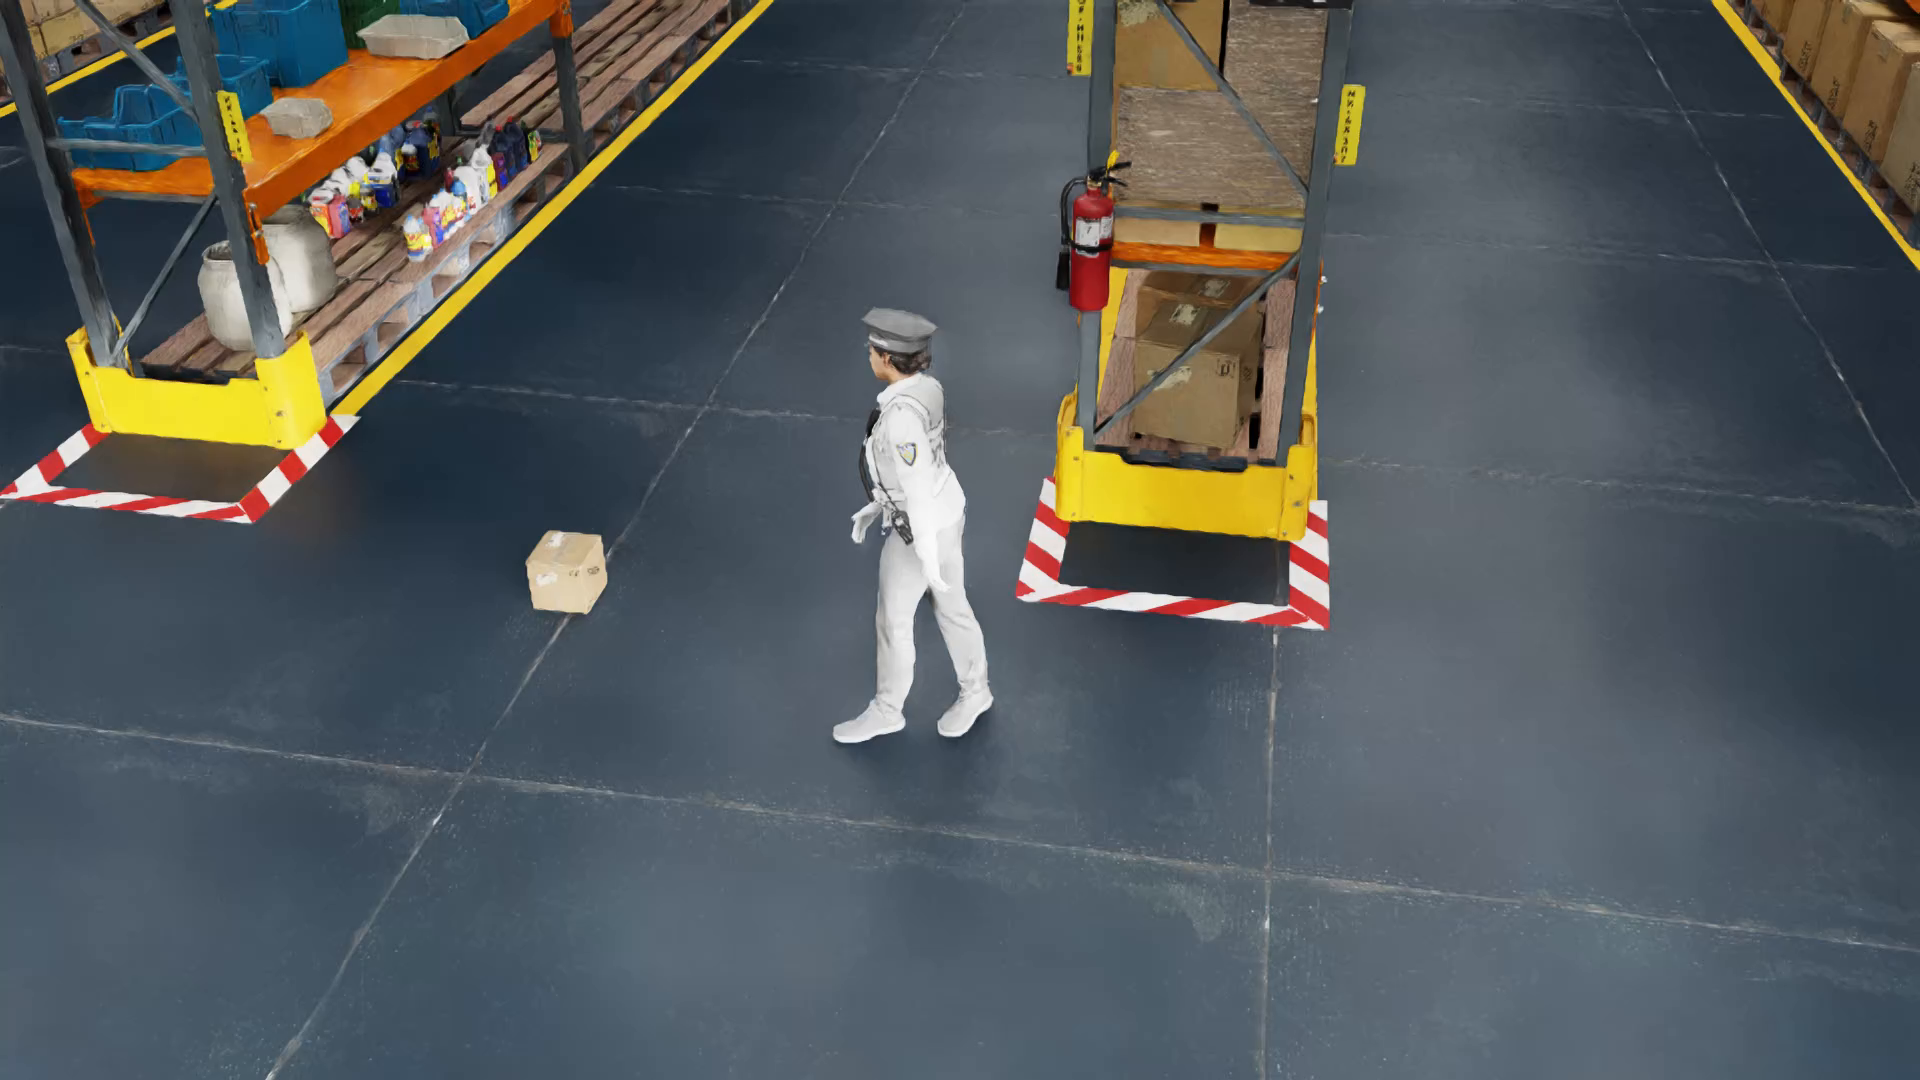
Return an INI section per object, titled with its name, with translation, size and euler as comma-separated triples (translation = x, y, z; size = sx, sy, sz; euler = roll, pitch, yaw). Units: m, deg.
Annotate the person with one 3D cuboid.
[person]
translation = -0.163, -0.020, 6.169
size = 0.568, 1.663, 0.565
euler = 7, 33, 11
